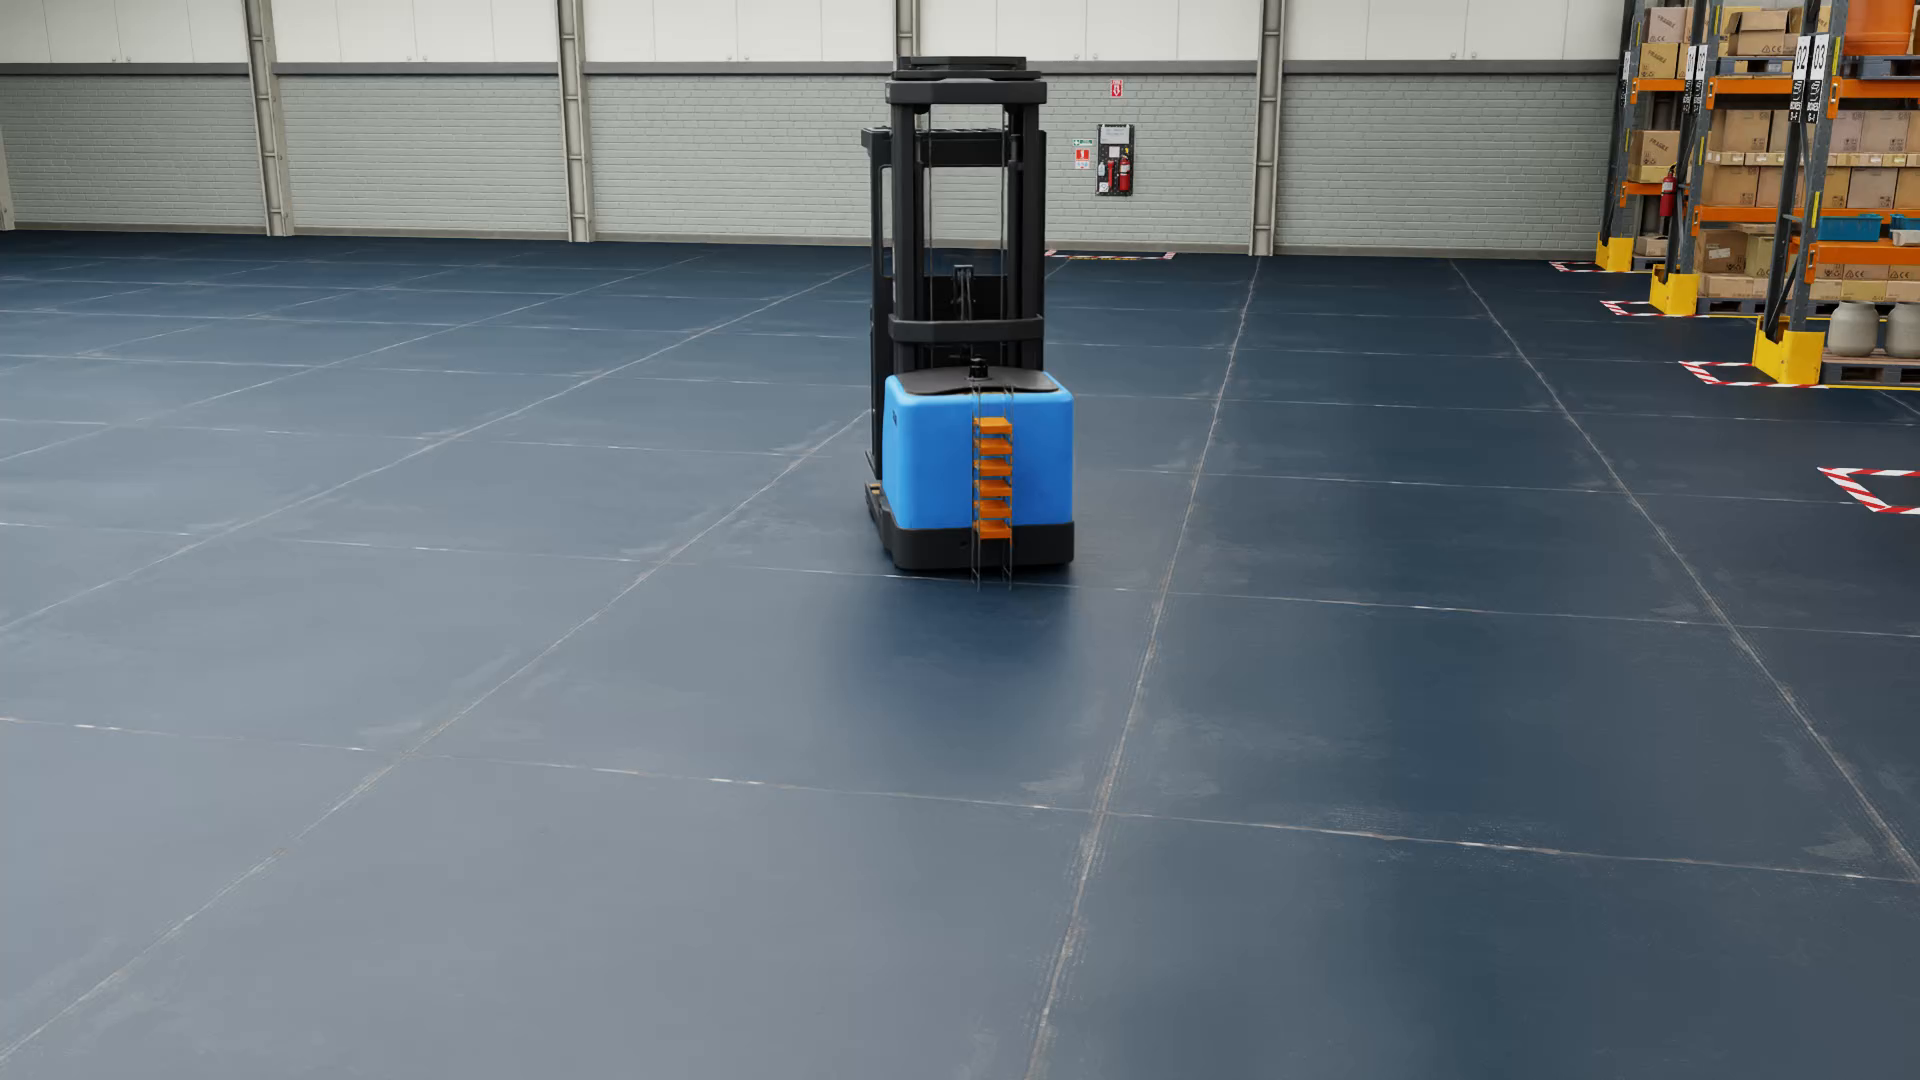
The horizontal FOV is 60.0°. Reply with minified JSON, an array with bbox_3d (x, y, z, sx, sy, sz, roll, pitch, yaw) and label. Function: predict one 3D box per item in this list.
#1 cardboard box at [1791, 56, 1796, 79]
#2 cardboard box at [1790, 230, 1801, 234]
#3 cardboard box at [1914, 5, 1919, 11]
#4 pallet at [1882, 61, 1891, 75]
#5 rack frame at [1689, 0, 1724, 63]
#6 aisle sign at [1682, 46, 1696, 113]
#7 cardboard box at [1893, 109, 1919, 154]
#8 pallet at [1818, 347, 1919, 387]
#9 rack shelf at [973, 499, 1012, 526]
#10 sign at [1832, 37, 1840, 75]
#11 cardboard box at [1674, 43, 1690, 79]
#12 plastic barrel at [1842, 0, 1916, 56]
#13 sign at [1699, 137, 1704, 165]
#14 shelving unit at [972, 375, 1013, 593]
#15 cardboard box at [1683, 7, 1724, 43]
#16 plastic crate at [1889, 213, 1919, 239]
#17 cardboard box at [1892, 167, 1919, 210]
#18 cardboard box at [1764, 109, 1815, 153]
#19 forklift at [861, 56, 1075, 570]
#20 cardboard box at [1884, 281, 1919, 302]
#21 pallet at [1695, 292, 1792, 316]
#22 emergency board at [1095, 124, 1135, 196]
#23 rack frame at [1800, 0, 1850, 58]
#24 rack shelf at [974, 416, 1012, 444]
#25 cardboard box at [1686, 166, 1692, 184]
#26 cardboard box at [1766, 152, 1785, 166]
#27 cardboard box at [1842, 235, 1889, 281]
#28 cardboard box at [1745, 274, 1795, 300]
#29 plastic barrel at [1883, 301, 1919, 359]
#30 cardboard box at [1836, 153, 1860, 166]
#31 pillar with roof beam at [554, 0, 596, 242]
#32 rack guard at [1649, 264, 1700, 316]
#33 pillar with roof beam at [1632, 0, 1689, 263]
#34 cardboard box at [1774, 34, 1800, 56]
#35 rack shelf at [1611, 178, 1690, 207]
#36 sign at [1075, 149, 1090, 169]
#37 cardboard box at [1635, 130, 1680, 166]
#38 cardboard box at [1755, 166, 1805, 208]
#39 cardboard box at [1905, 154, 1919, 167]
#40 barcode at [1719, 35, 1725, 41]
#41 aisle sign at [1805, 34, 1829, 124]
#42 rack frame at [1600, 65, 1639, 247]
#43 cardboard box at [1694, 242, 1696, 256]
[{"bbox_3d":[12.340,-6.964,24.168,0.500,0.500,0.500,2,16,9],"label":"cardboard box"},{"bbox_3d":[10.592,-3.604,20.841,0.500,0.500,0.500,3,16,11],"label":"cardboard box"},{"bbox_3d":[13.383,-7.389,23.831,0.500,0.500,0.500,2,16,6],"label":"cardboard box"},{"bbox_3d":[10.911,-5.659,19.850,1.213,0.211,1.003,3,16,11],"label":"pallet"},{"bbox_3d":[9.025,-7.256,19.830,0.127,3.000,1.000,3,16,11],"label":"rack frame"},{"bbox_3d":[9.019,-5.698,20.574,0.004,0.787,0.394,3,16,11],"label":"aisle sign"},{"bbox_3d":[11.522,-4.901,19.948,0.500,0.500,0.700,3,16,11],"label":"cardboard box"},{"bbox_3d":[8.913,-1.689,16.194,1.213,0.211,1.003,3,16,11],"label":"pallet"},{"bbox_3d":[0.180,-0.156,9.423,0.180,0.103,0.258,-3,16,-9],"label":"rack shelf"},{"bbox_3d":[7.920,-4.375,15.033,0.005,0.325,0.100,3,16,11],"label":"sign"},{"bbox_3d":[10.805,-7.043,24.456,0.500,0.500,0.500,4,16,15],"label":"cardboard box"},{"bbox_3d":[8.535,-4.932,15.466,0.708,0.830,0.600,3,16,11],"label":"plastic barrel"},{"bbox_3d":[8.908,-4.675,19.981,0.005,0.325,0.100,3,16,11],"label":"sign"},{"bbox_3d":[0.180,-0.314,9.379,0.189,1.200,0.258,-3,16,-9],"label":"shelving unit"},{"bbox_3d":[10.819,-7.522,24.312,0.500,0.500,0.500,3,16,10],"label":"cardboard box"},{"bbox_3d":[9.219,-3.013,16.030,0.408,0.251,0.499,3,16,11],"label":"plastic crate"},{"bbox_3d":[11.499,-4.276,20.124,0.500,0.500,0.700,3,16,12],"label":"cardboard box"},{"bbox_3d":[10.048,-4.981,20.236,0.500,0.500,0.700,3,16,10],"label":"cardboard box"},{"bbox_3d":[-0.046,-1.587,10.732,1.130,2.935,3.031,-2,16,-8],"label":"forklift"},{"bbox_3d":[11.465,-3.049,20.244,0.500,0.250,0.500,3,16,11],"label":"cardboard box"},{"bbox_3d":[9.782,-2.991,20.895,1.213,0.211,1.003,3,16,11],"label":"pallet"},{"bbox_3d":[2.573,-6.311,27.655,0.643,1.169,0.194,3,16,11],"label":"emergency board"},{"bbox_3d":[8.034,-5.960,15.153,0.127,3.000,1.000,3,16,11],"label":"rack frame"},{"bbox_3d":[0.180,-0.619,9.295,0.180,0.103,0.258,-3,16,-9],"label":"rack shelf"},{"bbox_3d":[10.935,-5.465,24.847,0.500,0.250,0.500,3,16,9],"label":"cardboard box"},{"bbox_3d":[9.870,-4.622,20.155,0.250,0.149,0.380,3,16,11],"label":"cardboard box"},{"bbox_3d":[10.975,-3.436,20.238,0.500,0.500,0.500,3,16,11],"label":"cardboard box"},{"bbox_3d":[9.996,-3.130,20.536,0.500,0.250,0.500,3,16,11],"label":"cardboard box"},{"bbox_3d":[9.185,-2.031,16.079,0.421,0.512,0.421,0,15,0],"label":"plastic barrel"},{"bbox_3d":[10.629,-4.580,20.006,0.250,0.149,0.380,3,16,10],"label":"cardboard box"},{"bbox_3d":[-7.630,-8.572,24.582,0.400,9.000,9.100,3,16,11],"label":"pillar with roof beam"},{"bbox_3d":[9.001,-3.162,20.969,0.348,0.500,1.175,3,16,11],"label":"rack guard"},{"bbox_3d":[10.008,-7.615,21.126,0.400,9.000,9.100,3,16,11],"label":"pillar with roof beam"},{"bbox_3d":[10.206,-6.016,20.203,0.500,0.250,0.500,3,16,11],"label":"cardboard box"},{"bbox_3d":[11.968,-5.208,25.021,4.000,0.370,1.077,3,16,11],"label":"rack shelf"},{"bbox_3d":[2.051,-6.384,27.854,0.234,0.329,0.001,3,16,11],"label":"sign"},{"bbox_3d":[10.416,-5.856,24.851,0.500,0.500,0.500,3,16,11],"label":"cardboard box"},{"bbox_3d":[9.995,-4.358,20.419,0.500,0.500,0.700,4,16,13],"label":"cardboard box"},{"bbox_3d":[11.391,-4.539,19.858,0.250,0.149,0.380,4,16,13],"label":"cardboard box"},{"bbox_3d":[9.416,-6.200,20.550,0.075,0.075,0.001,3,16,11],"label":"barcode"},{"bbox_3d":[7.905,-4.249,15.344,0.004,0.787,0.394,3,16,11],"label":"aisle sign"},{"bbox_3d":[10.008,-5.661,25.309,0.127,3.000,1.000,3,16,11],"label":"rack frame"},{"bbox_3d":[11.227,-4.487,25.282,0.500,0.311,0.500,4,16,16],"label":"cardboard box"}]
